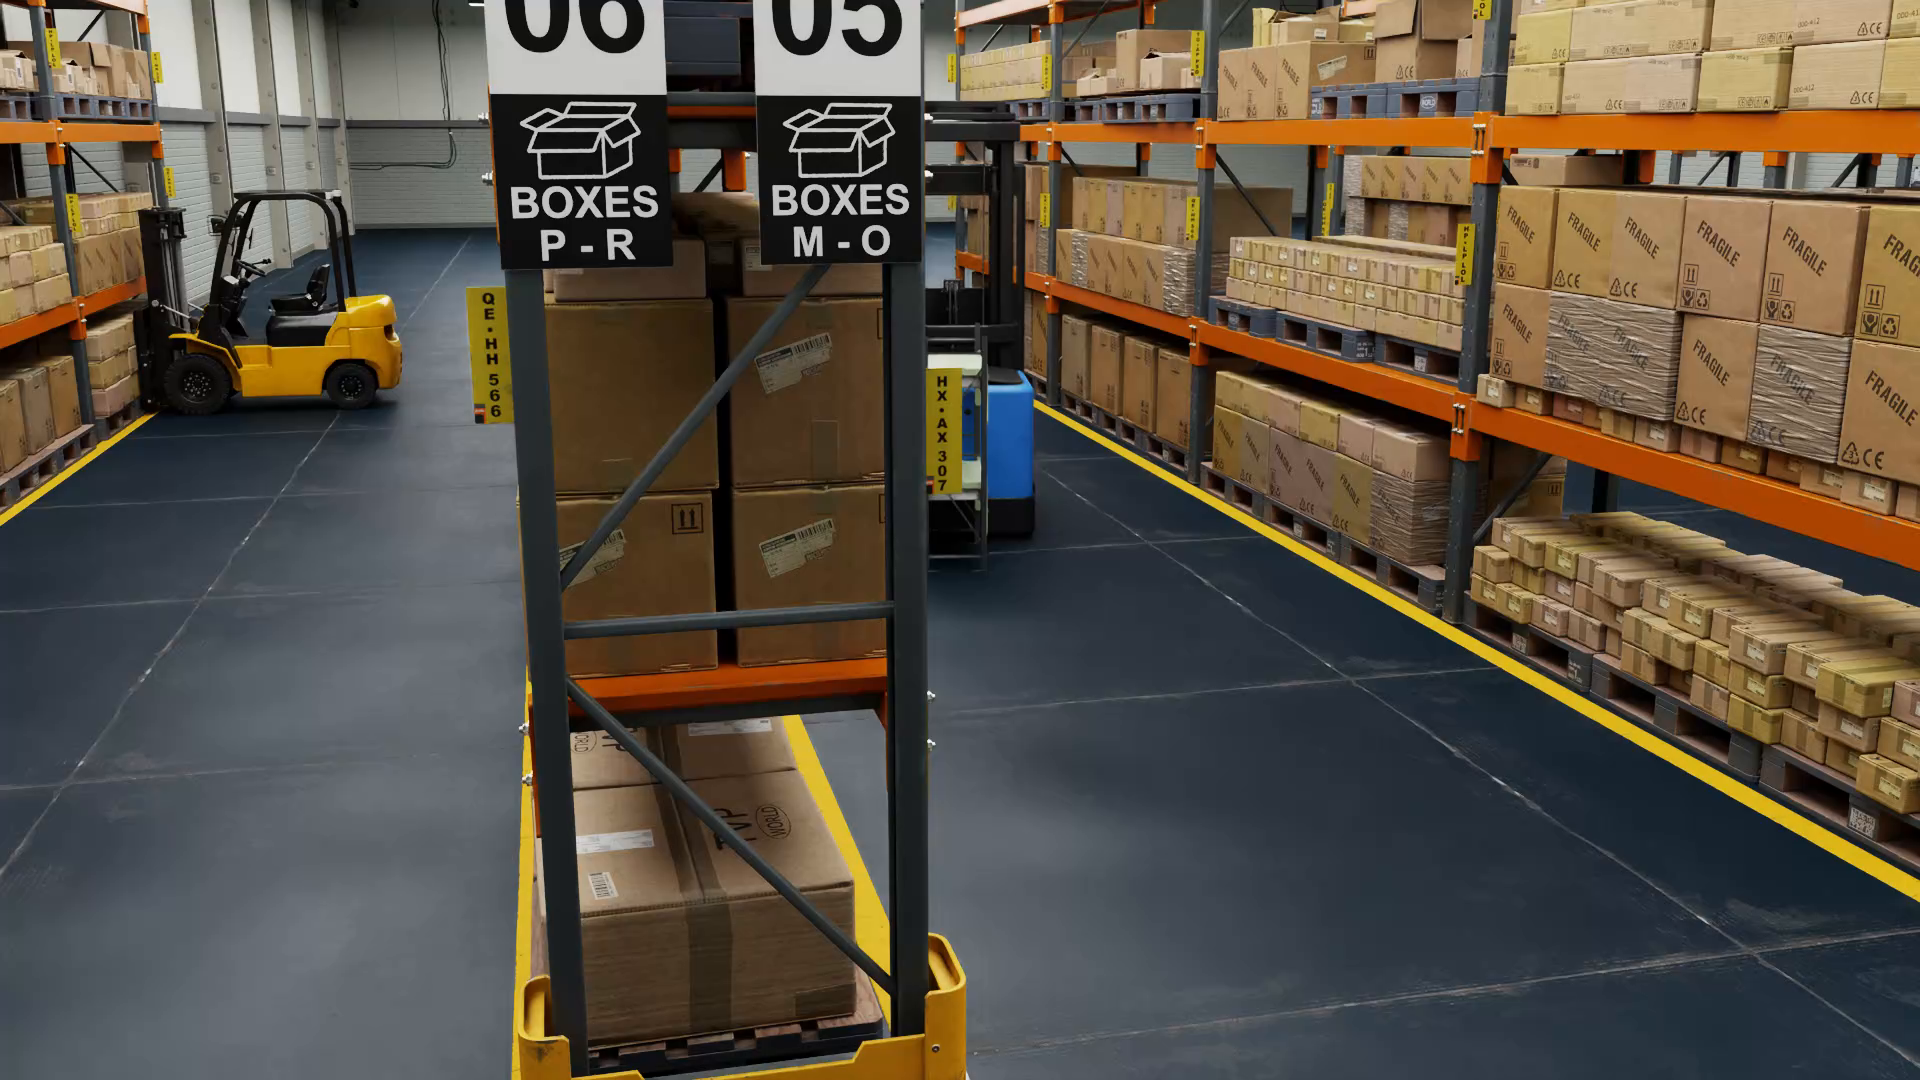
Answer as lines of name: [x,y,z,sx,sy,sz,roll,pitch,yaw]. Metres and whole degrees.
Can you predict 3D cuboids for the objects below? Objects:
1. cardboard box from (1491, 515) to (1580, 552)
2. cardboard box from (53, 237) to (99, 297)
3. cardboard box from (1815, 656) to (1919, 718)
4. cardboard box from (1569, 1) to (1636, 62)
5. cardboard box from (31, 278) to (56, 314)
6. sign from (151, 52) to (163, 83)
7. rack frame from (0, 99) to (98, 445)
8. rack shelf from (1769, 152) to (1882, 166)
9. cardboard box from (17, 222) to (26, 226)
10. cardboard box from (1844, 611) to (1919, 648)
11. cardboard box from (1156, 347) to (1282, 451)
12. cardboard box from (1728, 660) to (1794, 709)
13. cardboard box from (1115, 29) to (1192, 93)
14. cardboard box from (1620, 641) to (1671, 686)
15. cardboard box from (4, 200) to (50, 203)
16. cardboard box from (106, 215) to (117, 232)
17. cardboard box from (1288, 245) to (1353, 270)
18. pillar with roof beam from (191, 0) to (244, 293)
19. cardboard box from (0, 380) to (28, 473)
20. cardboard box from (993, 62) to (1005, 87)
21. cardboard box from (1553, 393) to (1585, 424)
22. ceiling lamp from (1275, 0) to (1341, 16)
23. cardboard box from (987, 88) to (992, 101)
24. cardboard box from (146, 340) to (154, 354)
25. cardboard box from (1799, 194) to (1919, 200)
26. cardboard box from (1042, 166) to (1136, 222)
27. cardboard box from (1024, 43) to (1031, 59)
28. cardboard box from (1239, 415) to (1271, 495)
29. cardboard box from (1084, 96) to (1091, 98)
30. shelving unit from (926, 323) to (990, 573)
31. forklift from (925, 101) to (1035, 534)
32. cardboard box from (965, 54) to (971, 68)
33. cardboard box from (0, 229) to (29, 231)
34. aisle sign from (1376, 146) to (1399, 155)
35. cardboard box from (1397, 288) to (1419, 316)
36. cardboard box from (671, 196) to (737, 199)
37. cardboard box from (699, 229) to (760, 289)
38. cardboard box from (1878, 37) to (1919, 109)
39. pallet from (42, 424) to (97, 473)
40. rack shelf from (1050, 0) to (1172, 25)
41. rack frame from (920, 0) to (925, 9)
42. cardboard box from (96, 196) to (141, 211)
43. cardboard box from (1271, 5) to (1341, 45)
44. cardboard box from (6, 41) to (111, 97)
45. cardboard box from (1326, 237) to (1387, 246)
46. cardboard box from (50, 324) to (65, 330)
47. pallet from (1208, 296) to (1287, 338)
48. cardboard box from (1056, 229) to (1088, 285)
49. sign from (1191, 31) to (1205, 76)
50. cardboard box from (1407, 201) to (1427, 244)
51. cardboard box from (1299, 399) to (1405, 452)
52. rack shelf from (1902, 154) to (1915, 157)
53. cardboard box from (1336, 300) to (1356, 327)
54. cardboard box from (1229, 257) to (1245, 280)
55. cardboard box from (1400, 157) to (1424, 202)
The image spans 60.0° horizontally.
cardboard box: [3.143,-0.028,9.090,0.380,0.149,0.250,-3,14,-11]
cardboard box: [-8.077,-2.445,14.905,0.500,0.500,0.500,-4,14,-15]
cardboard box: [3.645,0.582,6.594,0.380,0.149,0.250,-4,14,-14]
cardboard box: [3.256,-2.398,7.866,0.500,0.250,0.500,-3,14,-13]
cardboard box: [-7.731,-1.990,13.566,0.500,0.250,0.500,-3,14,-14]
sign: [-8.636,-5.078,17.874,0.100,0.325,0.005,-3,14,-13]
rack frame: [-8.227,-2.280,14.438,1.000,3.000,0.127,-3,14,-13]
rack shelf: [7.639,-2.833,11.899,1.077,0.370,4.000,-3,14,-13]
cardboard box: [-8.699,-2.821,15.075,0.380,0.149,0.250,-3,14,-12]
cardboard box: [4.099,0.425,7.237,0.380,0.149,0.250,-3,14,-11]
cardboard box: [2.269,-1.190,13.835,1.050,0.750,0.750,-3,14,-14]
cardboard box: [3.544,0.604,7.131,0.380,0.149,0.250,-3,14,-12]
cardboard box: [1.644,-4.077,14.170,0.500,0.500,0.500,-3,14,-13]
cardboard box: [3.381,0.569,7.900,0.380,0.149,0.250,-4,14,-15]
cardboard box: [-8.865,-3.142,15.763,0.380,0.149,0.250,-3,14,-14]
cardboard box: [-8.319,-3.029,15.926,0.380,0.149,0.250,-4,14,-15]
cardboard box: [2.490,-1.945,11.460,0.380,0.149,0.250,-3,14,-11]
pillar with roof beam: [-8.513,-8.914,28.953,9.100,9.000,0.400,-3,14,-13]
cardboard box: [-7.740,-0.858,12.736,0.875,0.625,0.625,-4,14,-16]
cardboard box: [0.666,-5.086,18.197,0.500,0.250,0.500,-3,14,-13]
cardboard box: [3.259,-0.691,8.466,0.380,0.149,0.250,-4,14,-16]
ceiling lamp: [9.780,-16.250,46.681,2.000,3.185,0.800,-3,14,-13]
cardboard box: [0.511,-4.979,18.600,0.380,0.149,0.250,-3,14,-14]
cardboard box: [-8.385,-1.869,16.612,0.500,0.250,0.500,-3,14,-13]
cardboard box: [4.007,-1.240,7.238,0.500,0.500,0.500,-4,14,-15]
cardboard box: [1.332,-3.541,17.009,0.875,0.550,0.550,-3,14,-13]
cardboard box: [0.871,-5.014,17.065,0.380,0.149,0.250,-3,14,-13]
cardboard box: [2.364,-0.630,12.069,0.500,0.500,0.500,-3,14,-13]
cardboard box: [1.510,-4.664,17.312,0.380,0.149,0.250,-3,14,-13]
shelving unit: [-0.049,-0.610,10.764,0.431,1.500,0.755,-1,14,-3]
forklift: [-0.082,-1.757,12.443,1.130,2.935,3.031,-1,14,-3]
cardboard box: [0.272,-5.602,19.469,0.380,0.149,0.250,-3,14,-13]
cardboard box: [-7.846,-2.459,13.595,0.380,0.149,0.250,-3,14,-13]
aisle sign: [5.567,-5.326,21.431,0.394,0.787,0.004,-3,14,-13]
cardboard box: [2.860,-1.436,10.004,0.380,0.149,0.250,-3,14,-11]
cardboard box: [-1.137,-1.383,7.083,0.380,0.149,0.250,-3,14,-13]
cardboard box: [-0.530,-0.792,4.665,0.380,0.149,0.250,-3,14,-12]
cardboard box: [3.712,-1.680,5.979,0.500,0.250,0.500,-3,14,-13]
pallet: [-8.016,-0.757,14.082,1.003,0.211,1.213,-3,14,-13]
rack shelf: [1.855,-4.766,14.331,1.077,0.370,4.000,-3,14,-13]
rack frame: [-0.585,-2.703,3.531,1.000,3.000,0.127,-3,14,-13]
cardboard box: [-8.546,-3.410,16.862,0.380,0.149,0.250,-3,14,-12]
cardboard box: [2.371,-3.527,11.400,0.396,0.266,0.258,-3,14,-13]
cardboard box: [-8.582,-4.495,15.872,0.797,0.503,0.637,-3,14,-11]
cardboard box: [2.942,-2.159,12.335,0.380,0.149,0.250,-3,14,-14]
cardboard box: [-8.664,-1.853,15.492,0.500,0.250,0.500,-3,14,-14]
pallet: [2.595,-1.682,12.396,1.213,0.211,1.003,-3,14,-13]
cardboard box: [1.247,-2.769,16.229,0.500,0.500,0.500,-3,14,-13]
sign: [1.783,-3.651,12.476,0.100,0.325,0.005,-3,14,-13]
cardboard box: [5.808,-3.755,19.638,0.875,0.500,0.500,-3,14,-13]
cardboard box: [2.597,-0.763,11.033,0.500,0.250,0.500,-4,14,-16]
rack shelf: [11.514,-4.032,16.806,1.077,0.370,4.000,-3,14,-13]
cardboard box: [2.669,-1.474,10.784,0.380,0.149,0.250,-3,14,-11]
cardboard box: [2.243,-2.038,12.465,0.380,0.149,0.250,-3,14,-11]
cardboard box: [5.507,-4.223,19.449,0.500,0.500,0.500,-3,14,-13]
